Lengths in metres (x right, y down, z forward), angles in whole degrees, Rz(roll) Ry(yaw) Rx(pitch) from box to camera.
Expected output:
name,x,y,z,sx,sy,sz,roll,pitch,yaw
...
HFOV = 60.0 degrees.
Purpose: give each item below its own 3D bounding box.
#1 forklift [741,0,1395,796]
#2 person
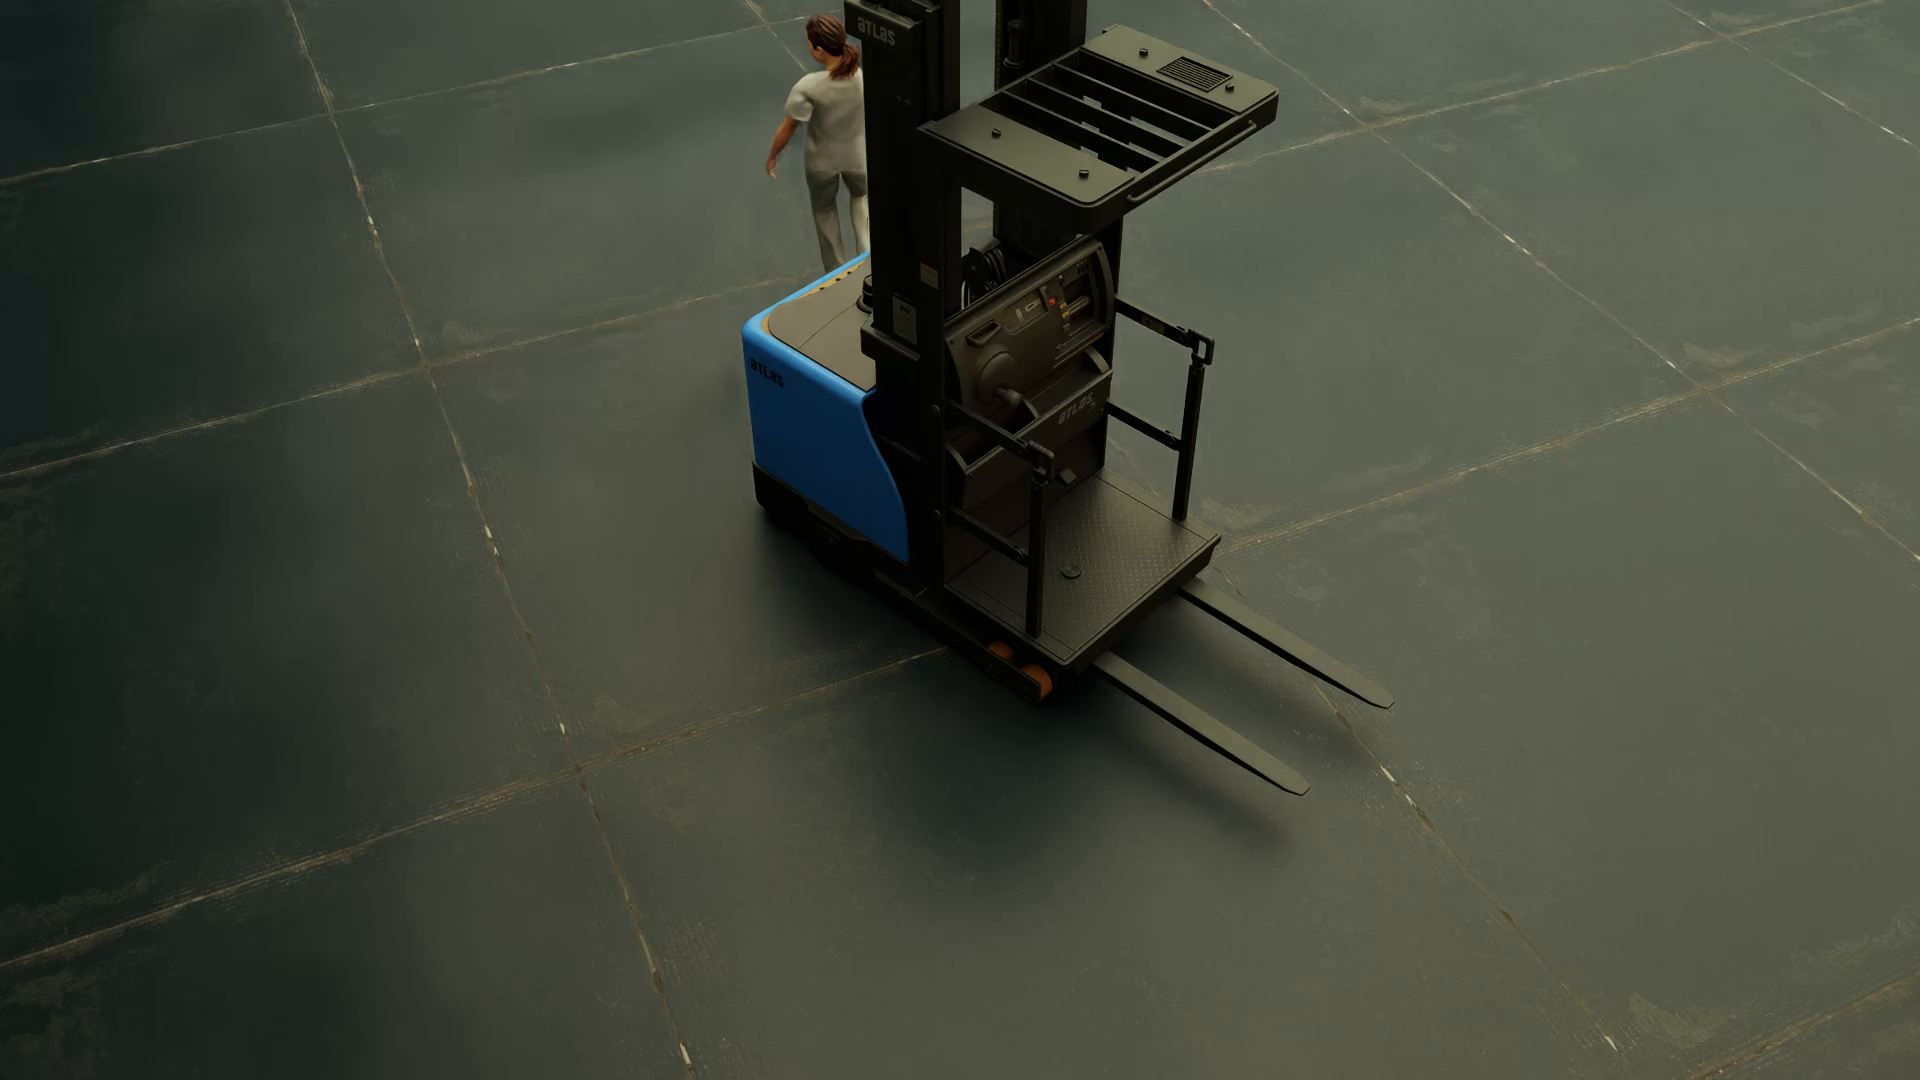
name,x,y,z,sx,sy,sz,roll,pitch,yaw
forklift,0.445,-0.788,6.525,3.031,2.935,1.130,32,52,30
person,-0.695,-2.018,8.791,0.670,1.644,0.463,-7,44,-8
